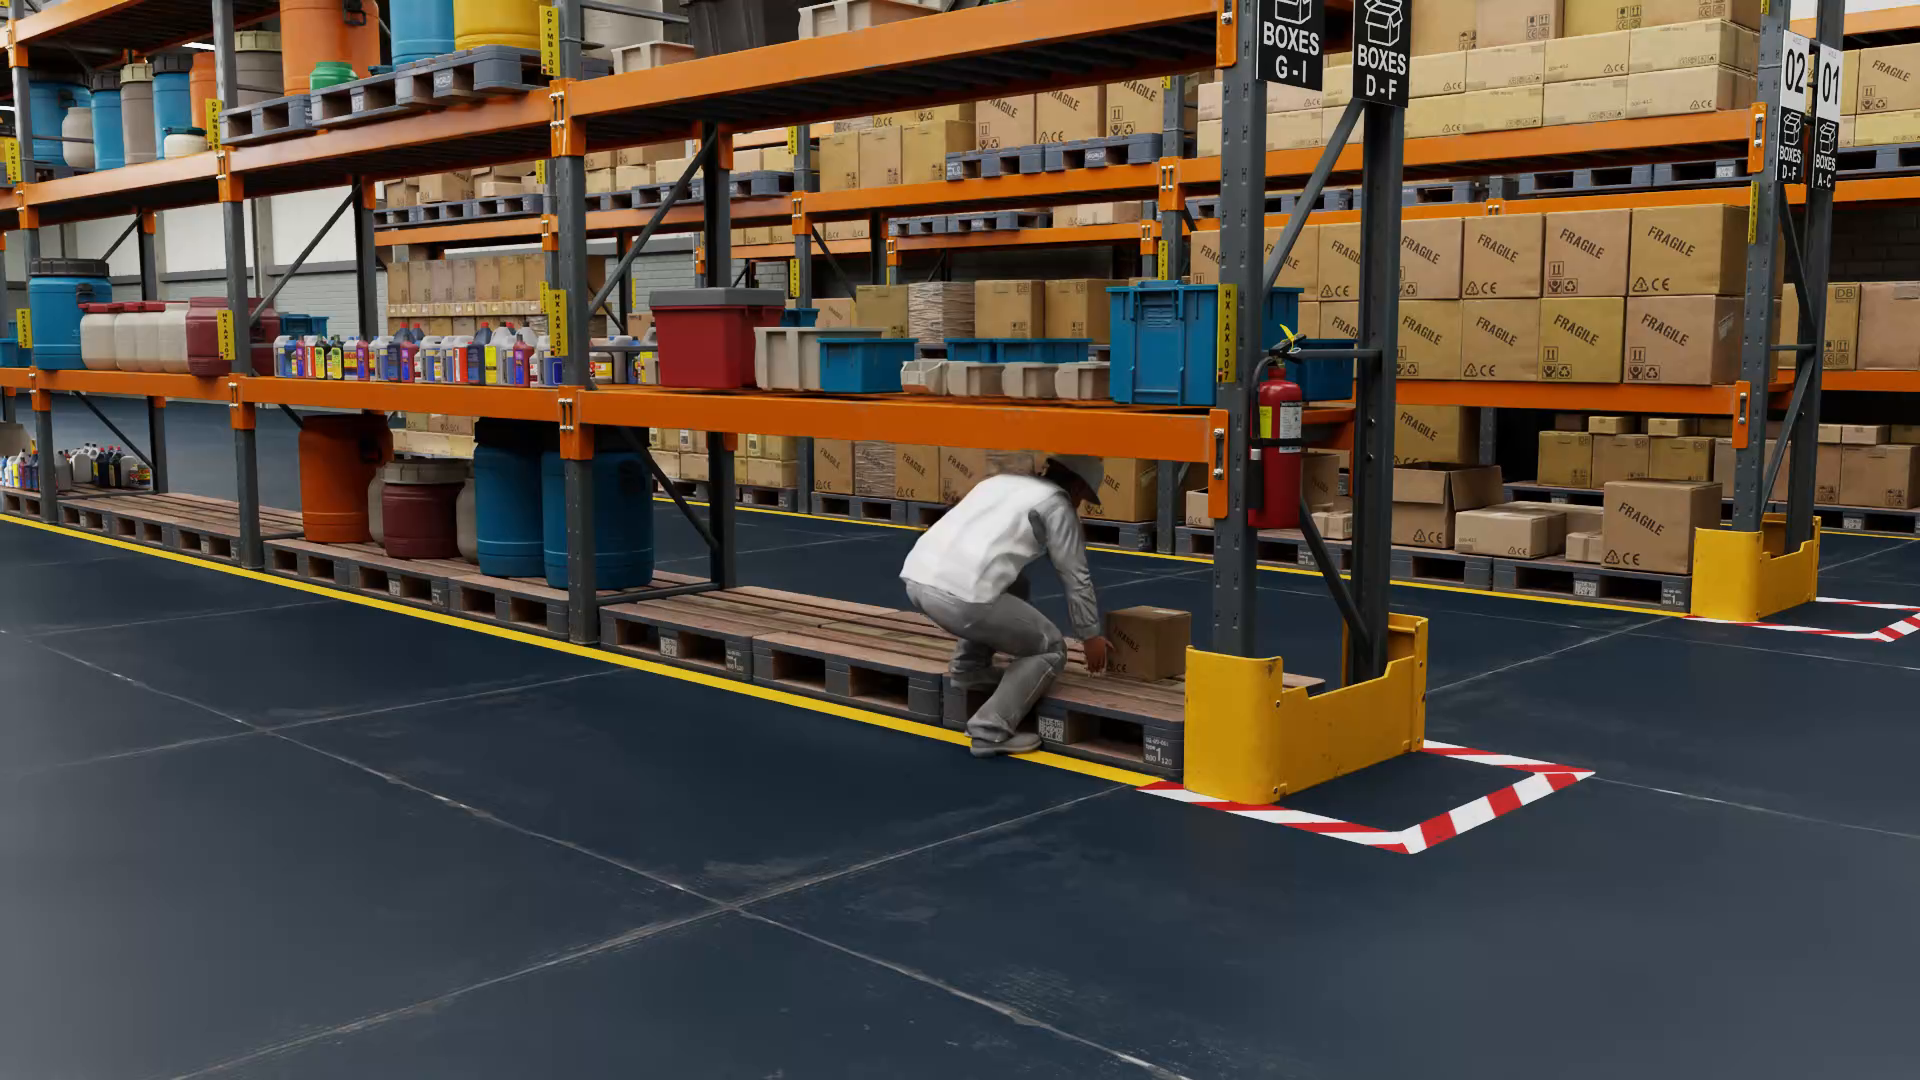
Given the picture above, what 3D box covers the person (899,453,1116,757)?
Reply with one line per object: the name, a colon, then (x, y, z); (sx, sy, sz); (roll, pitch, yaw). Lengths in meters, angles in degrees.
person: (0.185, 0.210, 6.466); (0.874, 1.161, 0.568); (-4, 8, -29)
